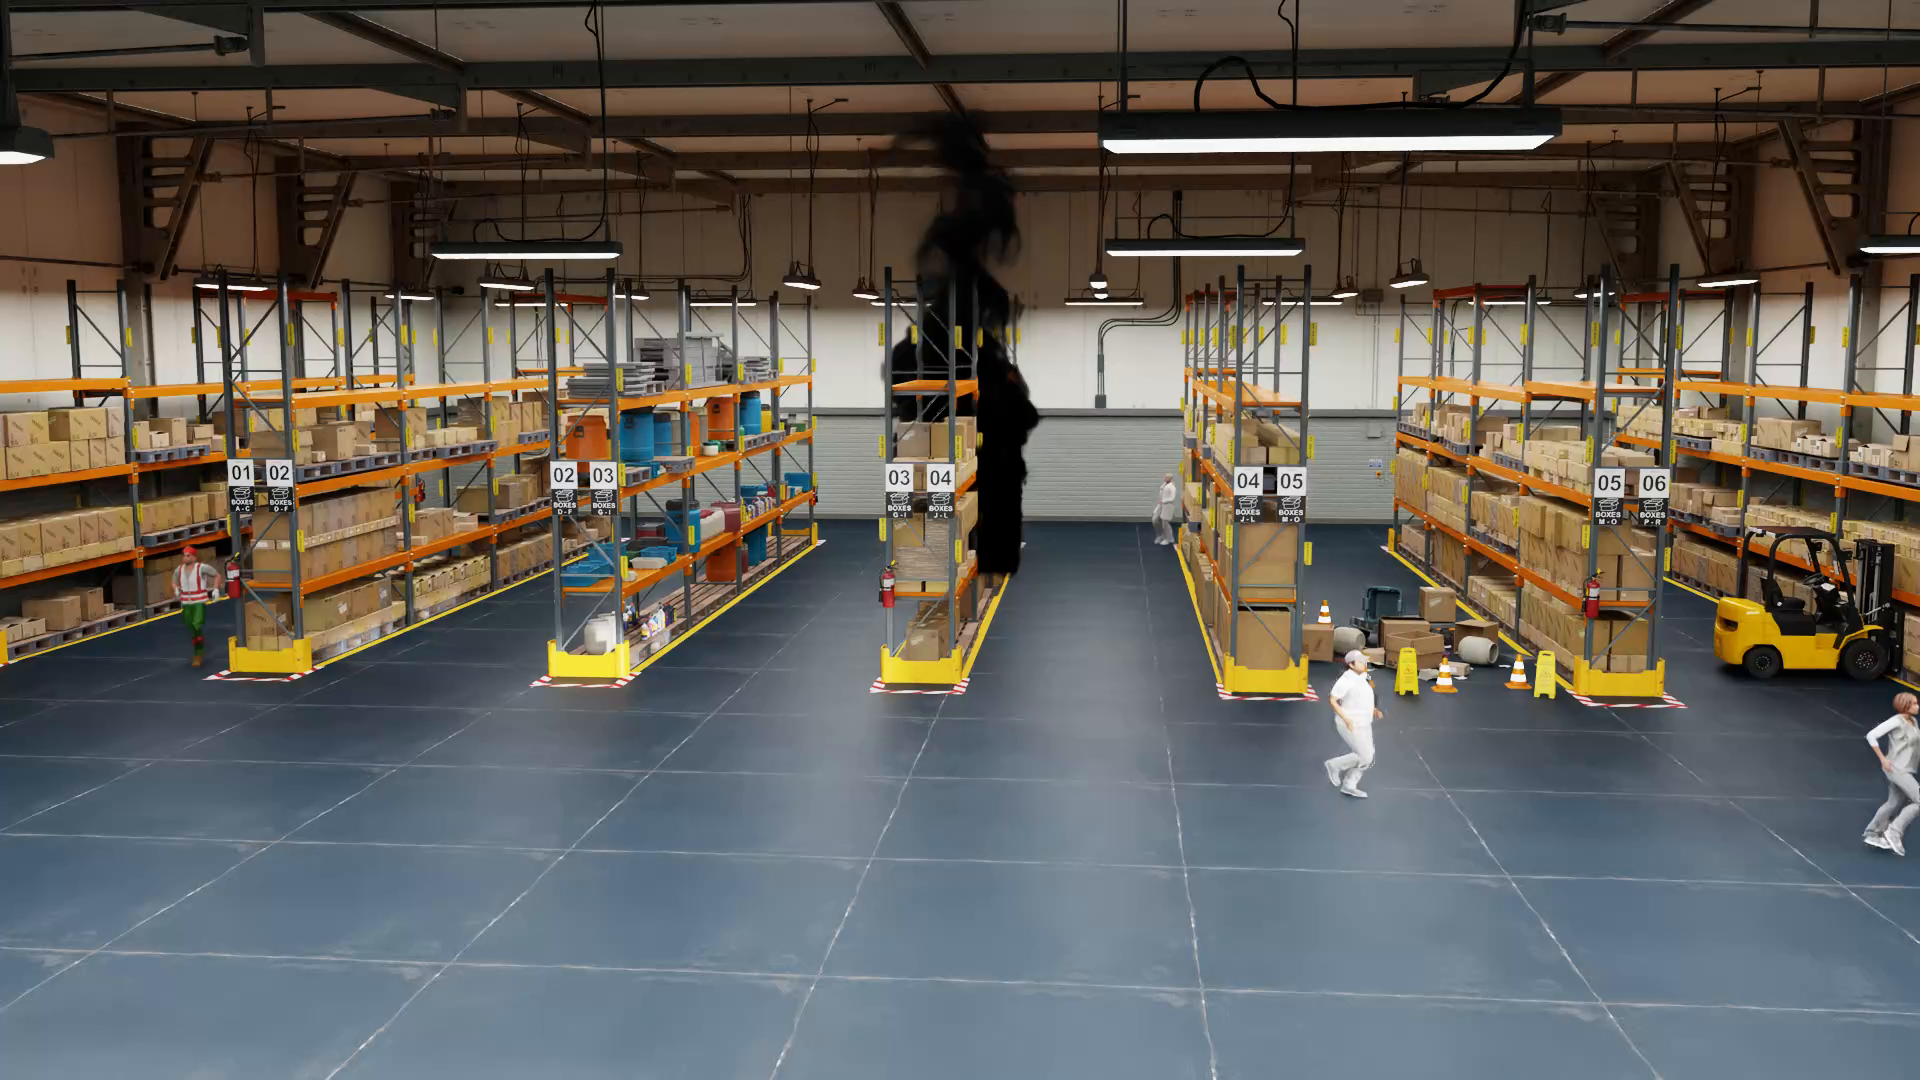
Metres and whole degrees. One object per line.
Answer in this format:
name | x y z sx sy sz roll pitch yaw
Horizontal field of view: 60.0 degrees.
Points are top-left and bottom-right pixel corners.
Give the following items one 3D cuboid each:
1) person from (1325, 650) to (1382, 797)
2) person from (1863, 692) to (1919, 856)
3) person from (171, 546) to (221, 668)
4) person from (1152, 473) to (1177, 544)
person | 4.319 2.007 18.175 0.549 1.623 0.608 5 9 37
person | 9.135 2.259 16.110 0.625 1.585 0.519 7 10 44
person | -11.797 1.004 25.641 0.708 1.836 0.760 0 7 0
person | 4.989 -0.745 40.265 0.681 1.764 0.694 -4 8 -31
